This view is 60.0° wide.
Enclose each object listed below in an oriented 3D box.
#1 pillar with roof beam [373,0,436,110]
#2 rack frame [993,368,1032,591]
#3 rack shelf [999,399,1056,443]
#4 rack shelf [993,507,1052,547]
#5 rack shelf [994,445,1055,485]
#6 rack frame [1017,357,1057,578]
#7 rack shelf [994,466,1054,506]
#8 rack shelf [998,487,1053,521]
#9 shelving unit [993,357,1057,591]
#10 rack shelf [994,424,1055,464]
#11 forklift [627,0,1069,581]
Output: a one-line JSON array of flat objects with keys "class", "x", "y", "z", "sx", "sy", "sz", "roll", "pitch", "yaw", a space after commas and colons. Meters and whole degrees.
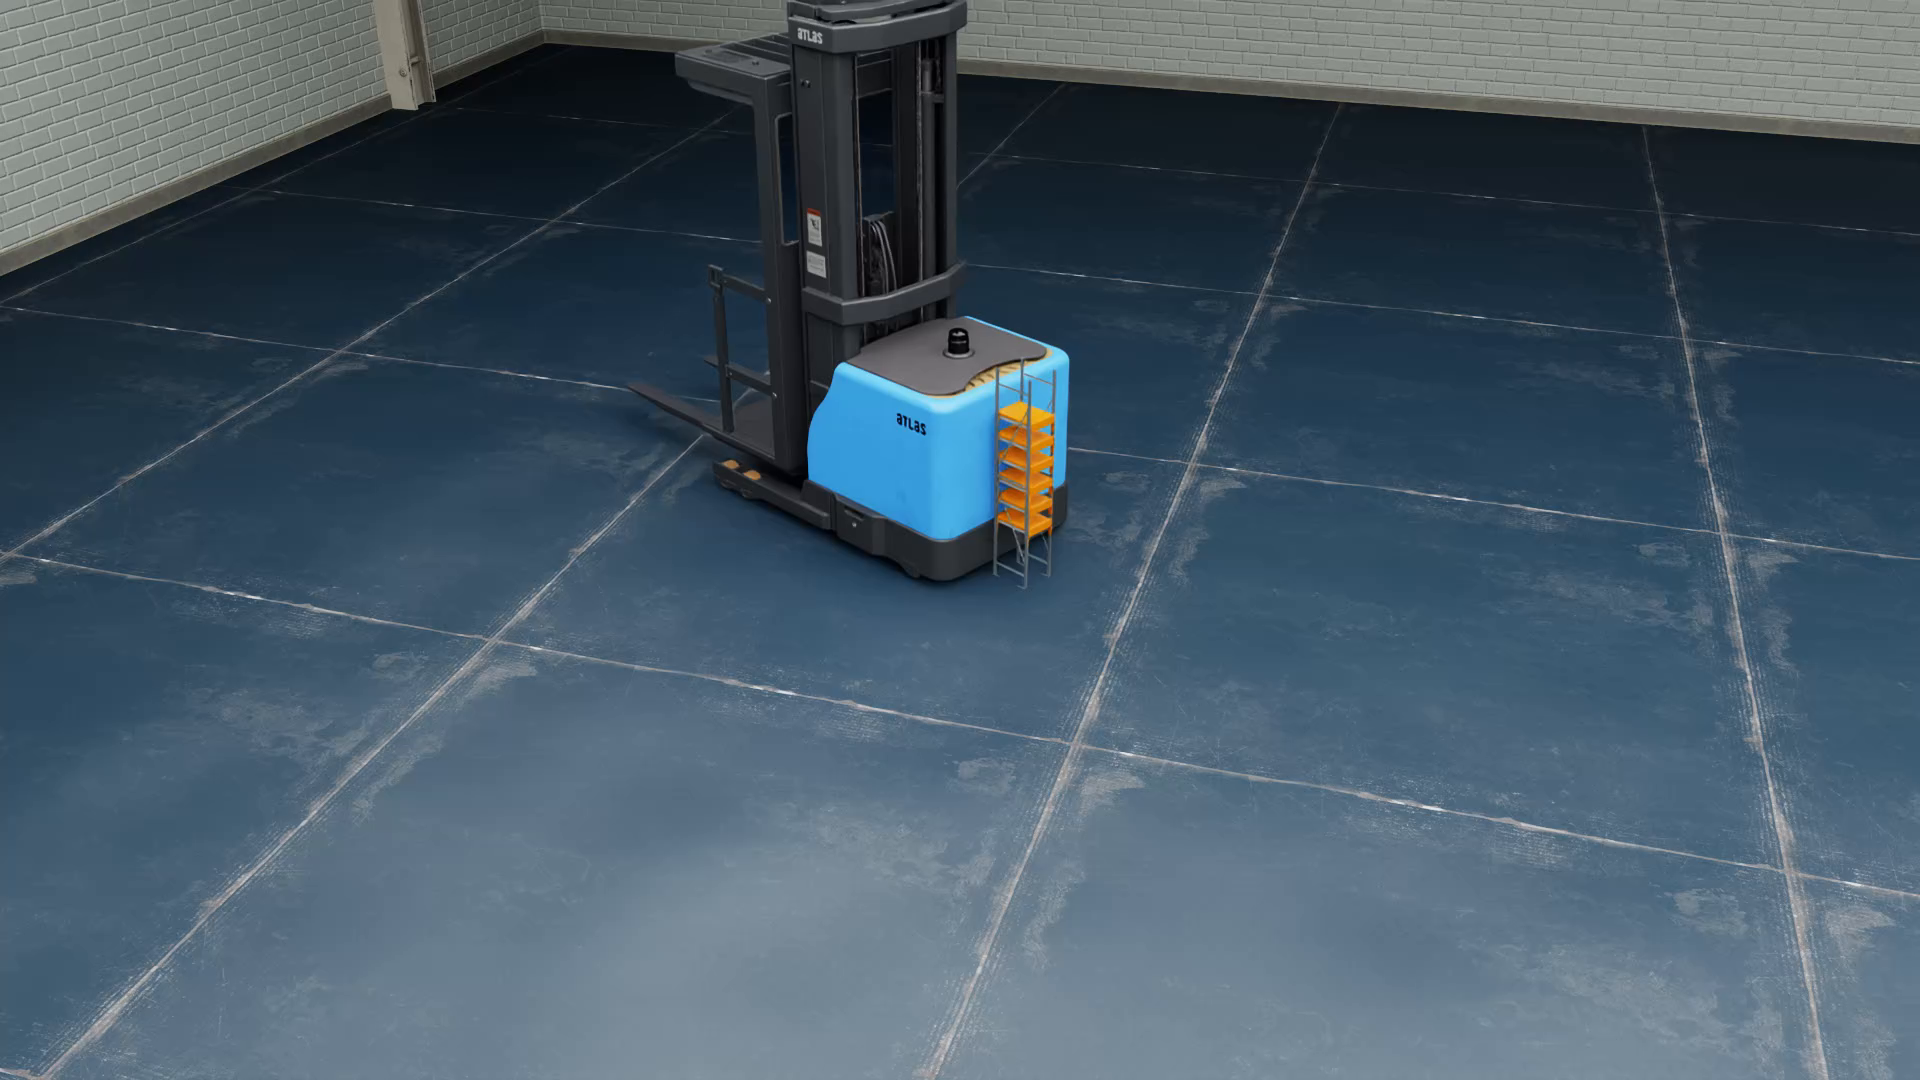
[{"class": "pillar with roof beam", "x": -1.632, "y": -7.899, "z": 14.192, "sx": 9.100, "sy": 9.000, "sz": 0.400, "roll": 8, "pitch": 30, "yaw": 15}, {"class": "rack frame", "x": 0.267, "y": -0.298, "z": 8.552, "sx": 0.240, "sy": 1.200, "sz": 0.006, "roll": 25, "pitch": 38, "yaw": 38}, {"class": "rack shelf", "x": 0.331, "y": -0.606, "z": 8.455, "sx": 0.258, "sy": 0.103, "sz": 0.180, "roll": 25, "pitch": 38, "yaw": 38}, {"class": "rack shelf", "x": 0.331, "y": -0.082, "z": 8.747, "sx": 0.258, "sy": 0.103, "sz": 0.180, "roll": 25, "pitch": 38, "yaw": 38}, {"class": "rack shelf", "x": 0.331, "y": -0.396, "z": 8.572, "sx": 0.258, "sy": 0.103, "sz": 0.180, "roll": 25, "pitch": 38, "yaw": 38}, {"class": "rack frame", "x": 0.395, "y": -0.362, "z": 8.666, "sx": 0.240, "sy": 1.200, "sz": 0.006, "roll": 25, "pitch": 38, "yaw": 38}, {"class": "rack shelf", "x": 0.331, "y": -0.291, "z": 8.631, "sx": 0.258, "sy": 0.103, "sz": 0.180, "roll": 25, "pitch": 38, "yaw": 38}, {"class": "rack shelf", "x": 0.331, "y": -0.186, "z": 8.689, "sx": 0.258, "sy": 0.103, "sz": 0.180, "roll": 25, "pitch": 38, "yaw": 38}, {"class": "shelving unit", "x": 0.331, "y": -0.330, "z": 8.609, "sx": 0.258, "sy": 1.200, "sz": 0.189, "roll": 25, "pitch": 38, "yaw": 38}, {"class": "rack shelf", "x": 0.331, "y": -0.501, "z": 8.514, "sx": 0.258, "sy": 0.103, "sz": 0.180, "roll": 25, "pitch": 38, "yaw": 38}, {"class": "forklift", "x": -0.806, "y": -1.678, "z": 9.251, "sx": 3.031, "sy": 2.935, "sz": 1.130, "roll": 25, "pitch": 38, "yaw": 38}]
